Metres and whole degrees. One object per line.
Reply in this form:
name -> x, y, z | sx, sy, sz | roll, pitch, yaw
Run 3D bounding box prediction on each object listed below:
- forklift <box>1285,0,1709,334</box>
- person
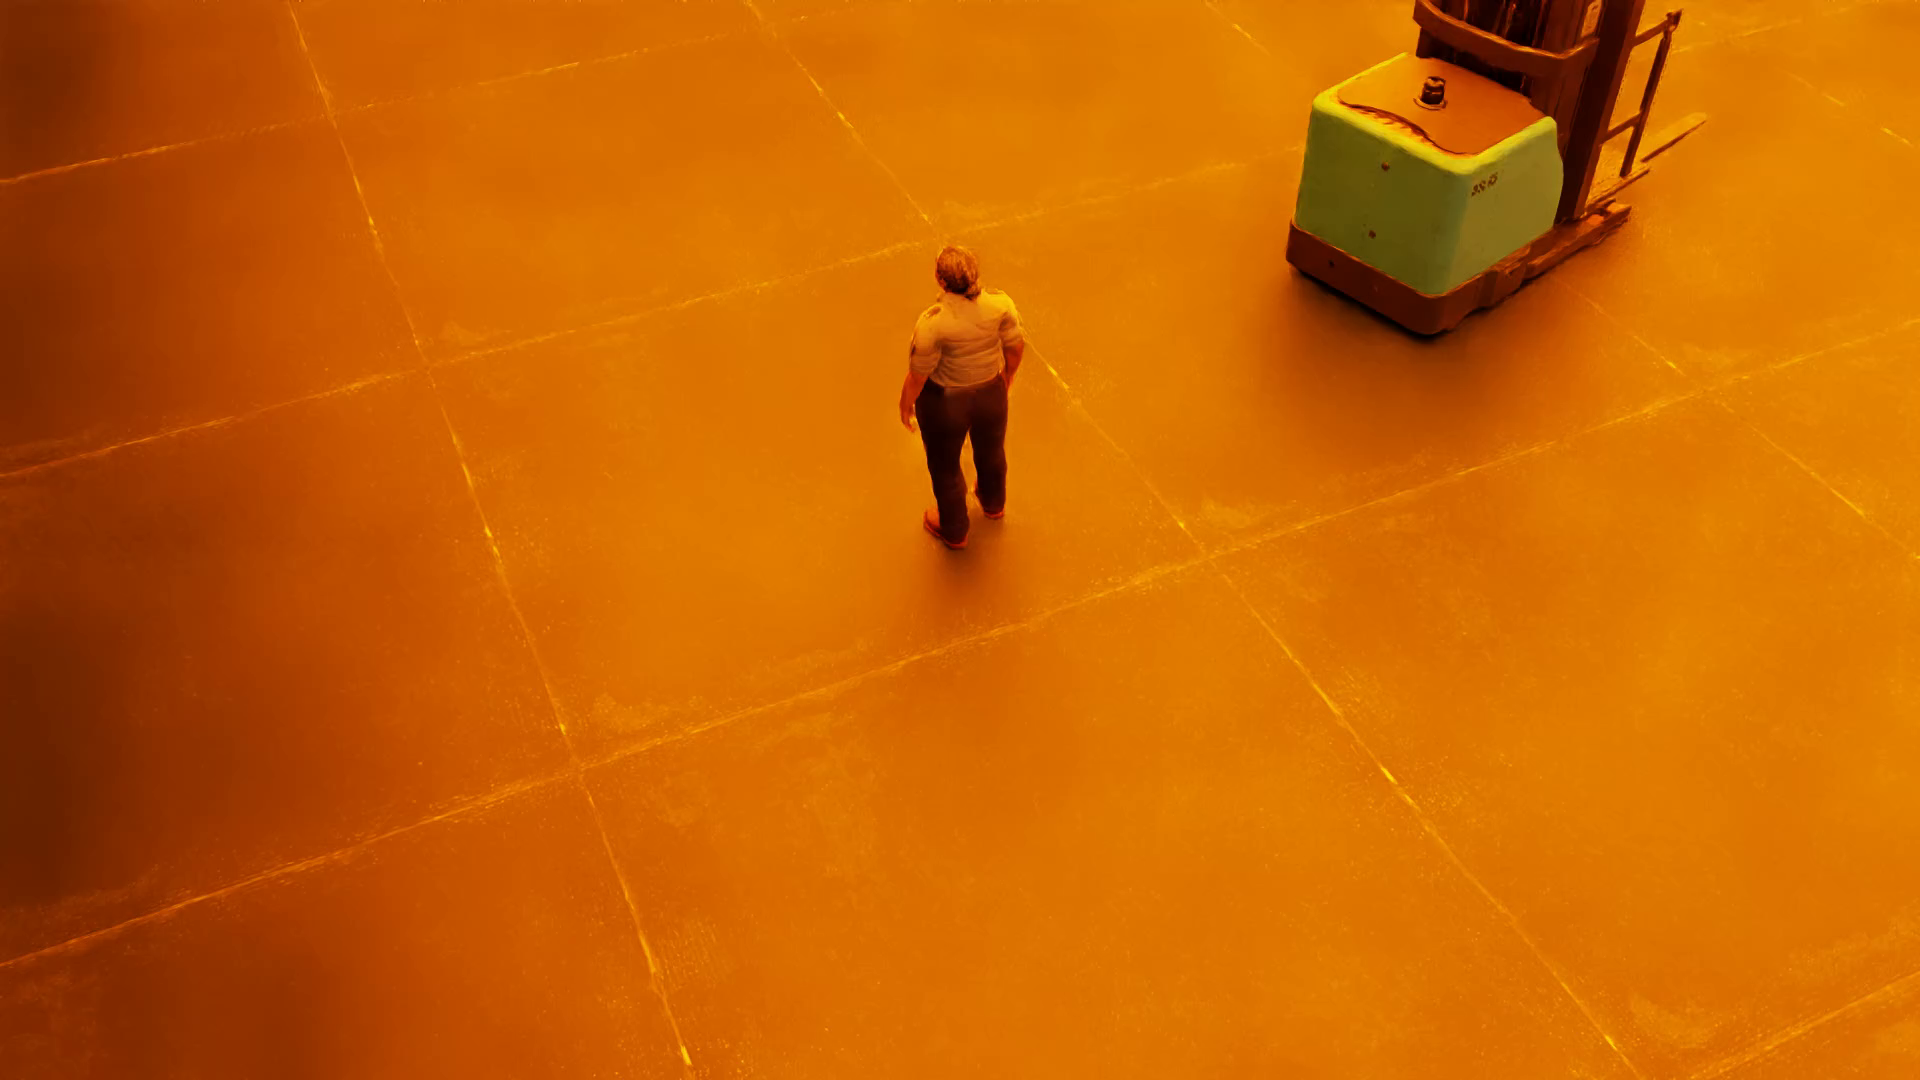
forklift -> 3.291, -3.040, 8.938 | 3.031, 2.935, 1.130 | -31, 51, -29
person -> -0.017, -0.670, 7.328 | 0.599, 1.650, 0.502 | -18, 46, -18
